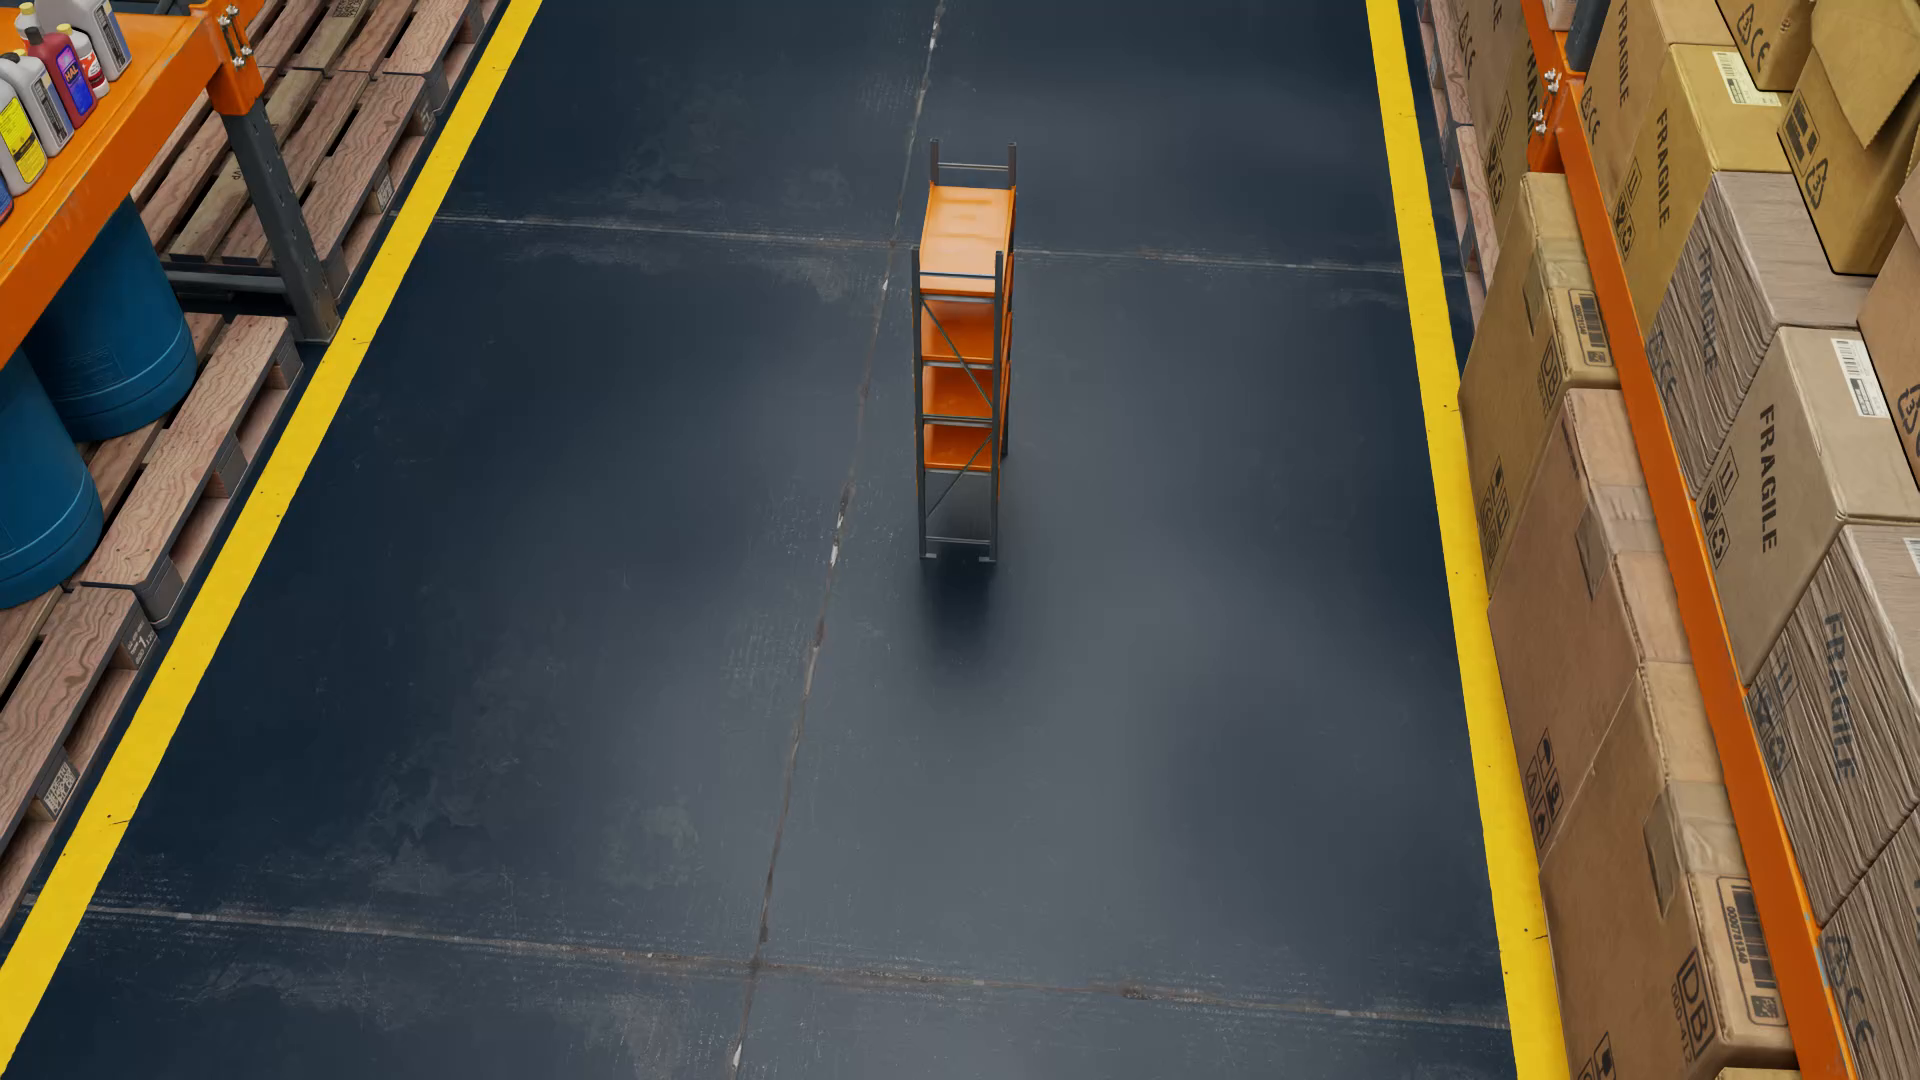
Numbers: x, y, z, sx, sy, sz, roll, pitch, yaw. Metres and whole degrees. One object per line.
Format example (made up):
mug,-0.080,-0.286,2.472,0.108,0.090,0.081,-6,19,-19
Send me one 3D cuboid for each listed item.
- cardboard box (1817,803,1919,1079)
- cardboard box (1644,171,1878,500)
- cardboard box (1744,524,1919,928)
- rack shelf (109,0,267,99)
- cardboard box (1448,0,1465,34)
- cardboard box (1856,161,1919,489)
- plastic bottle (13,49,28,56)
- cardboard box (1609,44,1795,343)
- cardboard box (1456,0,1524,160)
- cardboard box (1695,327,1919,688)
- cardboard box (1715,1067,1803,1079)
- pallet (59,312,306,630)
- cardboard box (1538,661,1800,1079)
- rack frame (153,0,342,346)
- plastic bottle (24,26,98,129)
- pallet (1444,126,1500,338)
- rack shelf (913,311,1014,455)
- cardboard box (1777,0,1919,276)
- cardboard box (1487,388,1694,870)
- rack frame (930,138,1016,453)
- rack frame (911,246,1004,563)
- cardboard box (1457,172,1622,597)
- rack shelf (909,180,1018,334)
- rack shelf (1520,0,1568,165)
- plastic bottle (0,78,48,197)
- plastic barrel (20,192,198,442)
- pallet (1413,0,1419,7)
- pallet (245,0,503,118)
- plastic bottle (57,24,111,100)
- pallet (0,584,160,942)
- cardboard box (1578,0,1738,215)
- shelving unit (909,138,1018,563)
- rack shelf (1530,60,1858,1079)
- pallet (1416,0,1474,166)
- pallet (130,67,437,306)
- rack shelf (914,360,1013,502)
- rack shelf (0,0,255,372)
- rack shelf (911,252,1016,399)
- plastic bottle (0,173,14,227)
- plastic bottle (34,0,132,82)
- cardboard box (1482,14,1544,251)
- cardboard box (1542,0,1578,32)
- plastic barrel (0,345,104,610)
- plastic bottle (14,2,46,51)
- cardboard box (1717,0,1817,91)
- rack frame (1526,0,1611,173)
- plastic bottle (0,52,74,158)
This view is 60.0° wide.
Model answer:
cardboard box,1.699,0.714,2.497,0.500,0.500,0.500,3,48,3
cardboard box,1.832,-0.422,3.535,0.500,0.500,0.500,3,48,3
cardboard box,1.743,0.332,2.846,0.500,0.500,0.500,2,48,2
rack shelf,-2.536,-3.007,6.455,1.077,0.370,4.000,4,48,4
cardboard box,2.517,-2.666,6.811,0.875,0.875,0.875,4,48,4
cardboard box,2.049,-0.388,2.824,0.797,0.503,0.637,5,48,5
plastic bottle,-2.488,-1.220,4.468,0.097,0.201,0.097,0,48,0
cardboard box,1.878,-0.790,3.872,0.500,0.500,0.500,4,48,4
cardboard box,2.436,-2.012,6.213,0.875,0.875,0.875,4,48,4
cardboard box,1.790,-0.042,3.188,0.500,0.500,0.500,5,48,4
cardboard box,1.933,1.562,2.944,1.225,0.875,0.875,2,48,2
pallet,-2.830,-0.274,5.358,1.003,0.211,1.213,4,48,4
cardboard box,2.022,0.908,3.542,1.225,0.875,0.875,4,48,4
rack frame,-2.718,-1.780,4.845,1.000,3.000,0.127,4,48,4
plastic bottle,-2.408,-1.256,4.445,0.061,0.283,0.133,4,48,4
pallet,2.361,-1.059,6.076,1.003,0.211,1.213,4,48,4
rack shelf,0.015,-0.481,4.968,0.258,0.148,0.480,4,48,4
cardboard box,2.090,-0.846,3.243,0.797,0.503,0.637,4,48,4
cardboard box,2.095,0.257,4.137,1.225,0.875,0.875,2,48,2
rack frame,0.037,-0.706,5.082,0.240,1.200,0.015,4,48,4
rack frame,-0.007,-0.347,4.755,0.240,1.200,0.015,4,48,4
cardboard box,2.176,-0.400,4.738,1.225,0.875,0.875,4,48,4
rack shelf,0.015,-0.792,4.629,0.258,0.148,0.480,4,48,4
rack shelf,2.396,-2.674,6.150,1.077,0.370,4.000,4,48,4
plastic bottle,-2.476,-1.066,4.225,0.144,0.351,0.185,4,48,4
plastic barrel,-2.785,-0.815,5.100,0.600,0.901,0.708,4,48,4
pallet,2.584,-2.852,7.716,1.003,0.211,1.213,4,48,4
pallet,-2.581,-2.281,7.193,1.003,0.211,1.213,4,48,4
plastic bottle,-2.416,-1.314,4.554,0.097,0.201,0.097,0,48,0
pallet,-2.939,0.624,4.536,1.003,0.211,1.213,4,48,4
cardboard box,1.923,-1.159,4.210,0.500,0.500,0.500,4,48,4
shelving unit,0.015,-0.527,4.918,0.258,1.200,0.503,4,48,4
rack shelf,2.032,0.266,3.462,1.077,0.370,4.000,4,48,4
pallet,2.470,-1.958,6.898,1.003,0.211,1.213,4,48,4
pallet,-2.690,-1.382,6.371,1.003,0.211,1.213,4,48,4
rack shelf,0.015,-0.347,5.115,0.258,0.148,0.480,4,48,4
rack shelf,-2.901,-0.067,3.766,1.077,0.370,4.000,4,48,4
rack shelf,0.015,-0.632,4.803,0.258,0.148,0.480,4,48,4
plastic bottle,-2.493,-0.930,4.101,0.144,0.351,0.185,4,48,4
plastic bottle,-2.432,-1.427,4.606,0.152,0.276,0.135,4,48,4
cardboard box,2.354,-1.351,5.608,0.875,0.875,0.875,4,48,4
cardboard box,1.916,-1.608,4.858,0.380,0.149,0.250,4,48,4
plastic barrel,-2.849,-0.294,4.624,0.600,0.901,0.708,4,48,4
plastic bottle,-2.558,-1.396,4.629,0.097,0.201,0.097,0,48,0
cardboard box,2.164,-1.349,3.704,0.797,0.503,0.637,3,48,3
rack frame,2.214,-1.447,4.540,1.000,3.000,0.127,4,48,4
plastic bottle,-2.466,-1.158,4.361,0.152,0.276,0.135,4,48,4
